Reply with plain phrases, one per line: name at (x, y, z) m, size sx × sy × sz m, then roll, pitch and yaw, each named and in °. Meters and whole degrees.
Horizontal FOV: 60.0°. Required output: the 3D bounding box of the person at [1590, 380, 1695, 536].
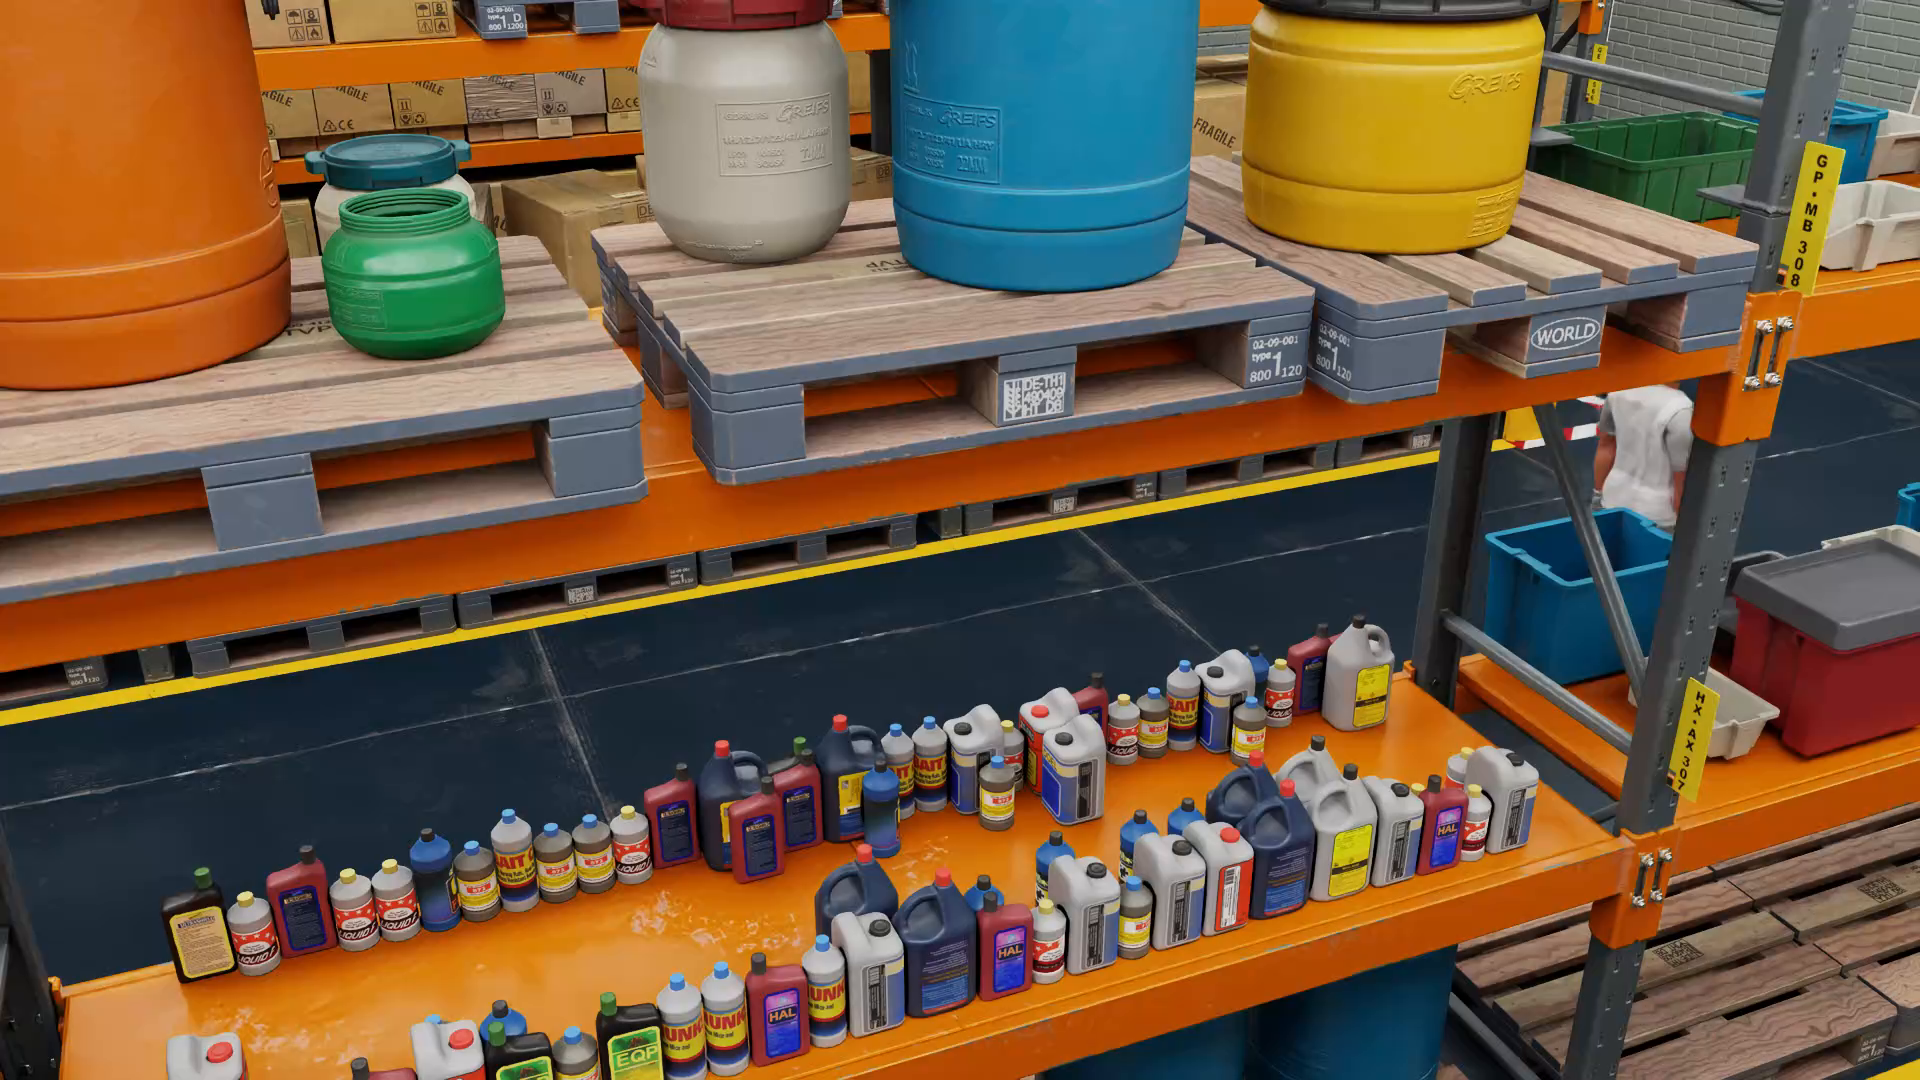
person at (3.021, -0.105, 7.252) m, size 0.448 × 1.795 × 0.534 m, roll -7°, pitch 27°, yaw -15°
